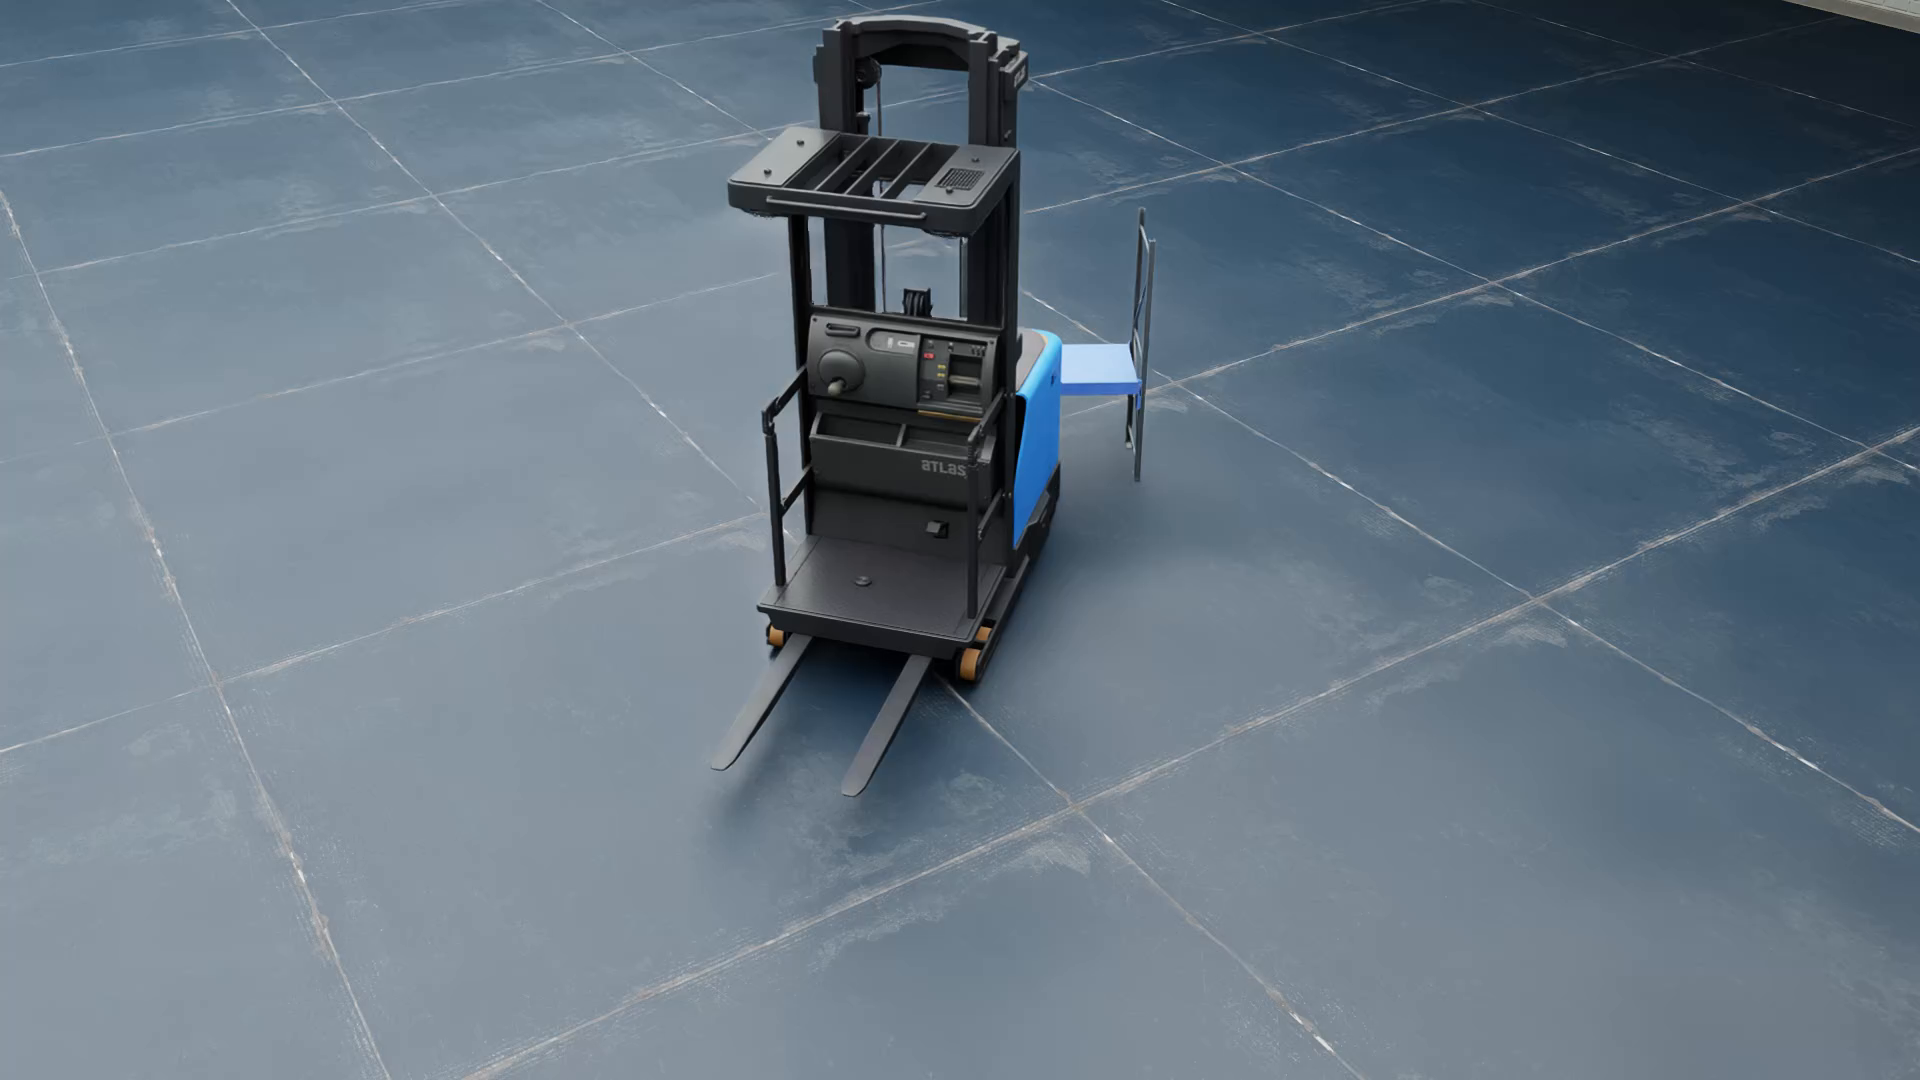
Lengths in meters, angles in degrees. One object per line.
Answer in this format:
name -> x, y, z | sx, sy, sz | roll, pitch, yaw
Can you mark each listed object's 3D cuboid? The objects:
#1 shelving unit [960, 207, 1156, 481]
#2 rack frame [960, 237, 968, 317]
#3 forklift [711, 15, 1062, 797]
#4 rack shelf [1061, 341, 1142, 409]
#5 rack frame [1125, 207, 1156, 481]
shelving unit -> 0.529, -1.110, 9.604 | 1.048, 1.500, 0.538 | -1, 32, -1
rack frame -> 0.021, -1.103, 9.593 | 0.032, 1.500, 0.500 | -1, 32, -1
forklift -> -0.339, -0.781, 7.740 | 1.130, 2.935, 3.031 | 9, 33, 14
rack shelf -> 0.529, -0.958, 9.700 | 1.000, 0.185, 0.538 | -1, 32, -1
rack frame -> 1.037, -1.117, 9.616 | 0.032, 1.500, 0.500 | -1, 32, -1
